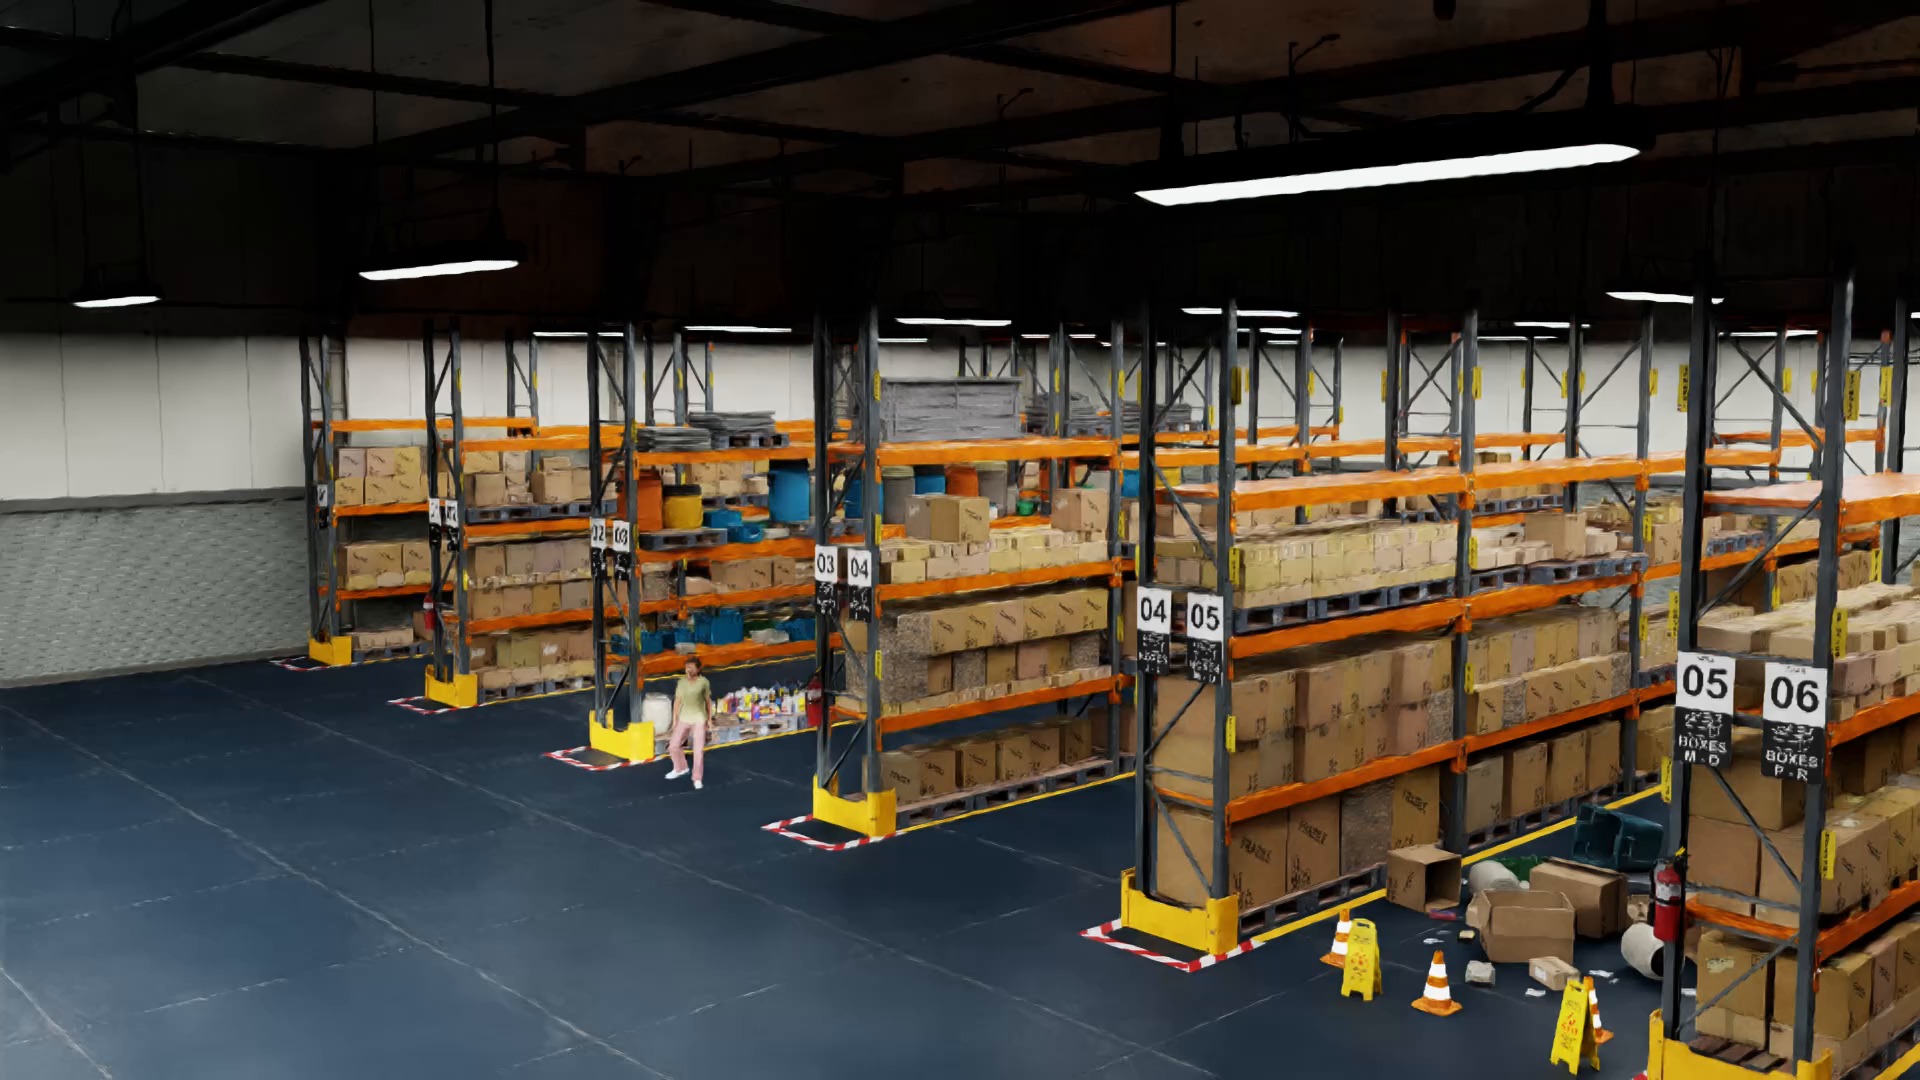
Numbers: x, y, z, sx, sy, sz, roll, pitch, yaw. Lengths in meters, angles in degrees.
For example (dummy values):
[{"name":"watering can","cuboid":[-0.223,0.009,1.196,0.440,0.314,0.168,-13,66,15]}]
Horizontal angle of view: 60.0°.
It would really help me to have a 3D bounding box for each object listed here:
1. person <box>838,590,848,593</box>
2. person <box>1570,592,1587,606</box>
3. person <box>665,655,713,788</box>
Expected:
[{"name":"person","cuboid":[-2.205,0.890,33.859,0.546,1.732,0.729,-6,8,-44]},{"name":"person","cuboid":[10.142,1.600,27.358,0.506,1.632,0.639,-6,8,-45]},{"name":"person","cuboid":[-3.404,2.244,20.743,0.633,1.664,0.485,1,6,6]}]
